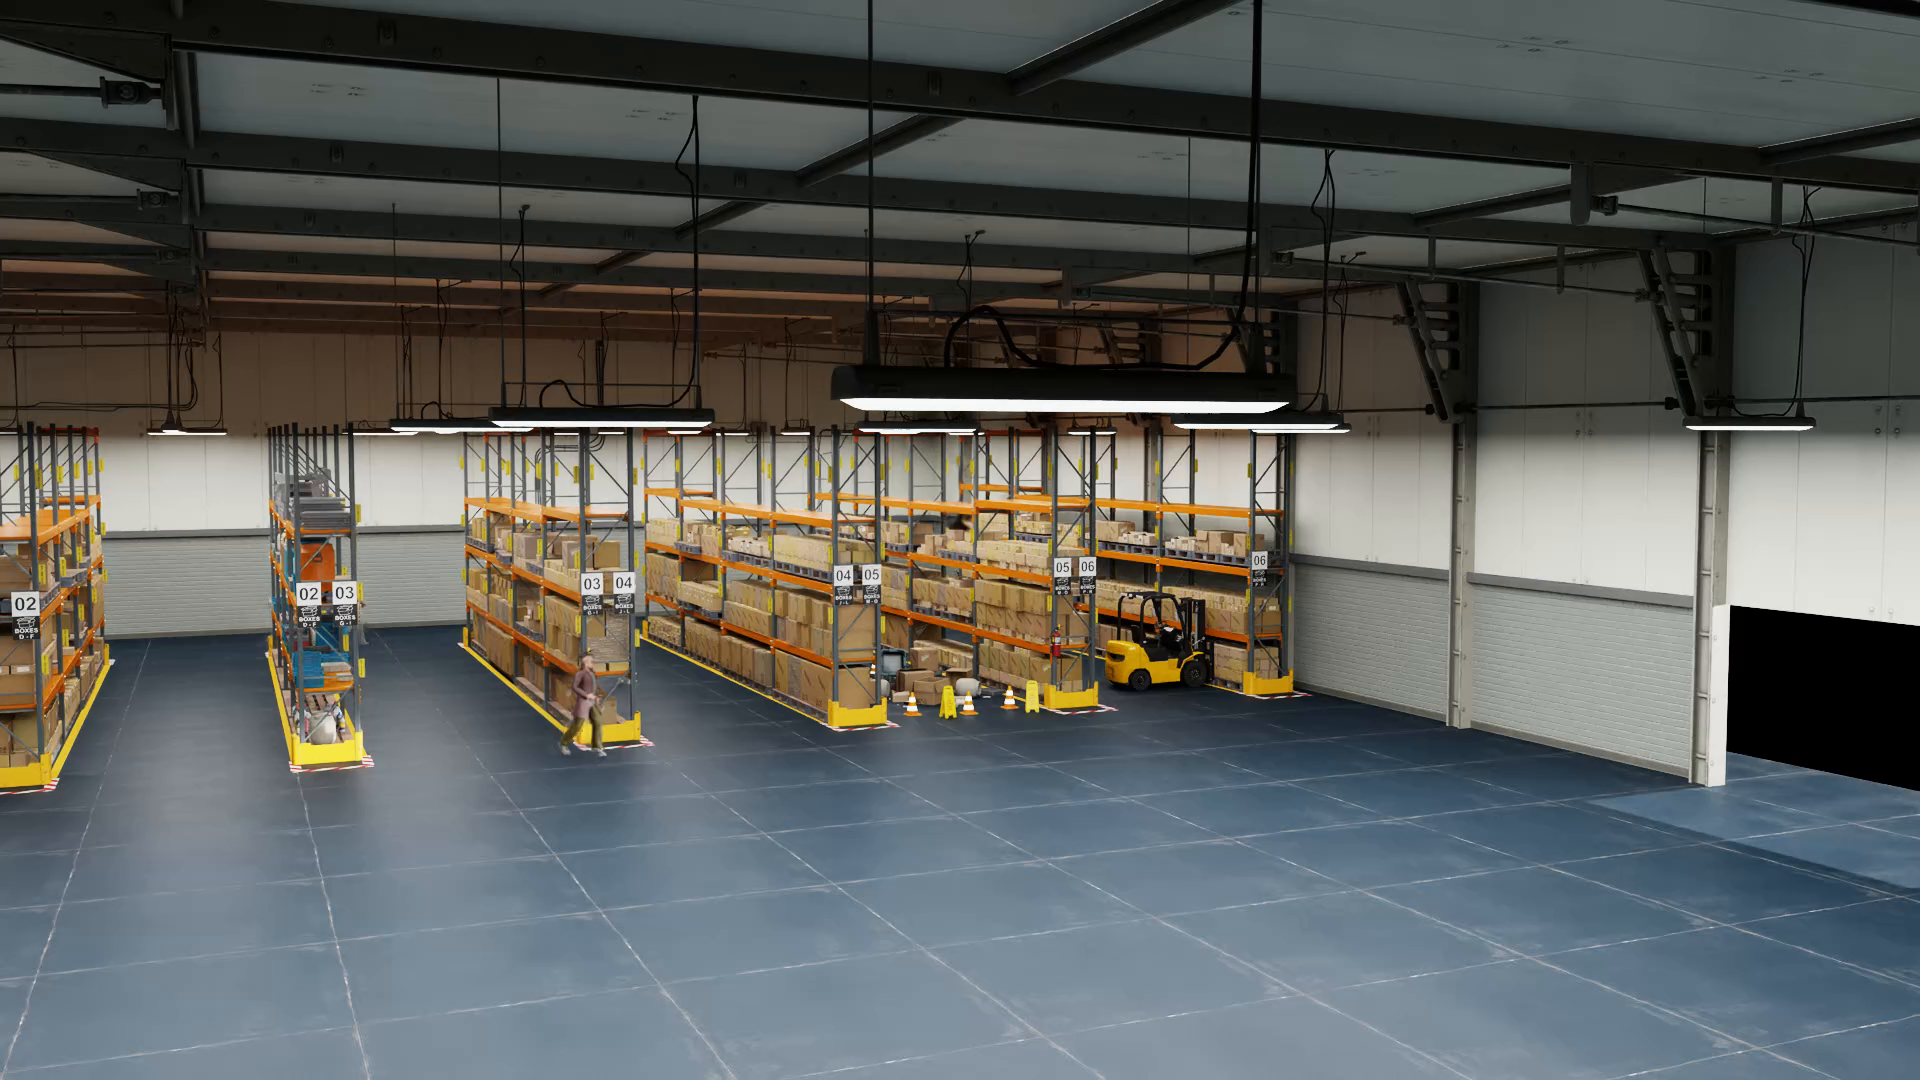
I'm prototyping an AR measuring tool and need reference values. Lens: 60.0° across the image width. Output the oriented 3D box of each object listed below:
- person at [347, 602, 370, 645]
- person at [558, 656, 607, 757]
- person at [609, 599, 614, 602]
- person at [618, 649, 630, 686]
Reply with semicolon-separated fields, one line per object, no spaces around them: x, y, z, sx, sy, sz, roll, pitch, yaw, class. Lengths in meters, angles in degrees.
-16.821;2.061;46.156;0.869;1.718;0.566;0;4;-6;person
-6.733;2.995;30.095;0.990;1.776;0.765;2;4;24;person
-9.854;1.903;47.974;0.723;1.793;0.890;1;4;14;person
-7.749;2.578;38.564;0.563;1.630;0.680;-2;4;-27;person
